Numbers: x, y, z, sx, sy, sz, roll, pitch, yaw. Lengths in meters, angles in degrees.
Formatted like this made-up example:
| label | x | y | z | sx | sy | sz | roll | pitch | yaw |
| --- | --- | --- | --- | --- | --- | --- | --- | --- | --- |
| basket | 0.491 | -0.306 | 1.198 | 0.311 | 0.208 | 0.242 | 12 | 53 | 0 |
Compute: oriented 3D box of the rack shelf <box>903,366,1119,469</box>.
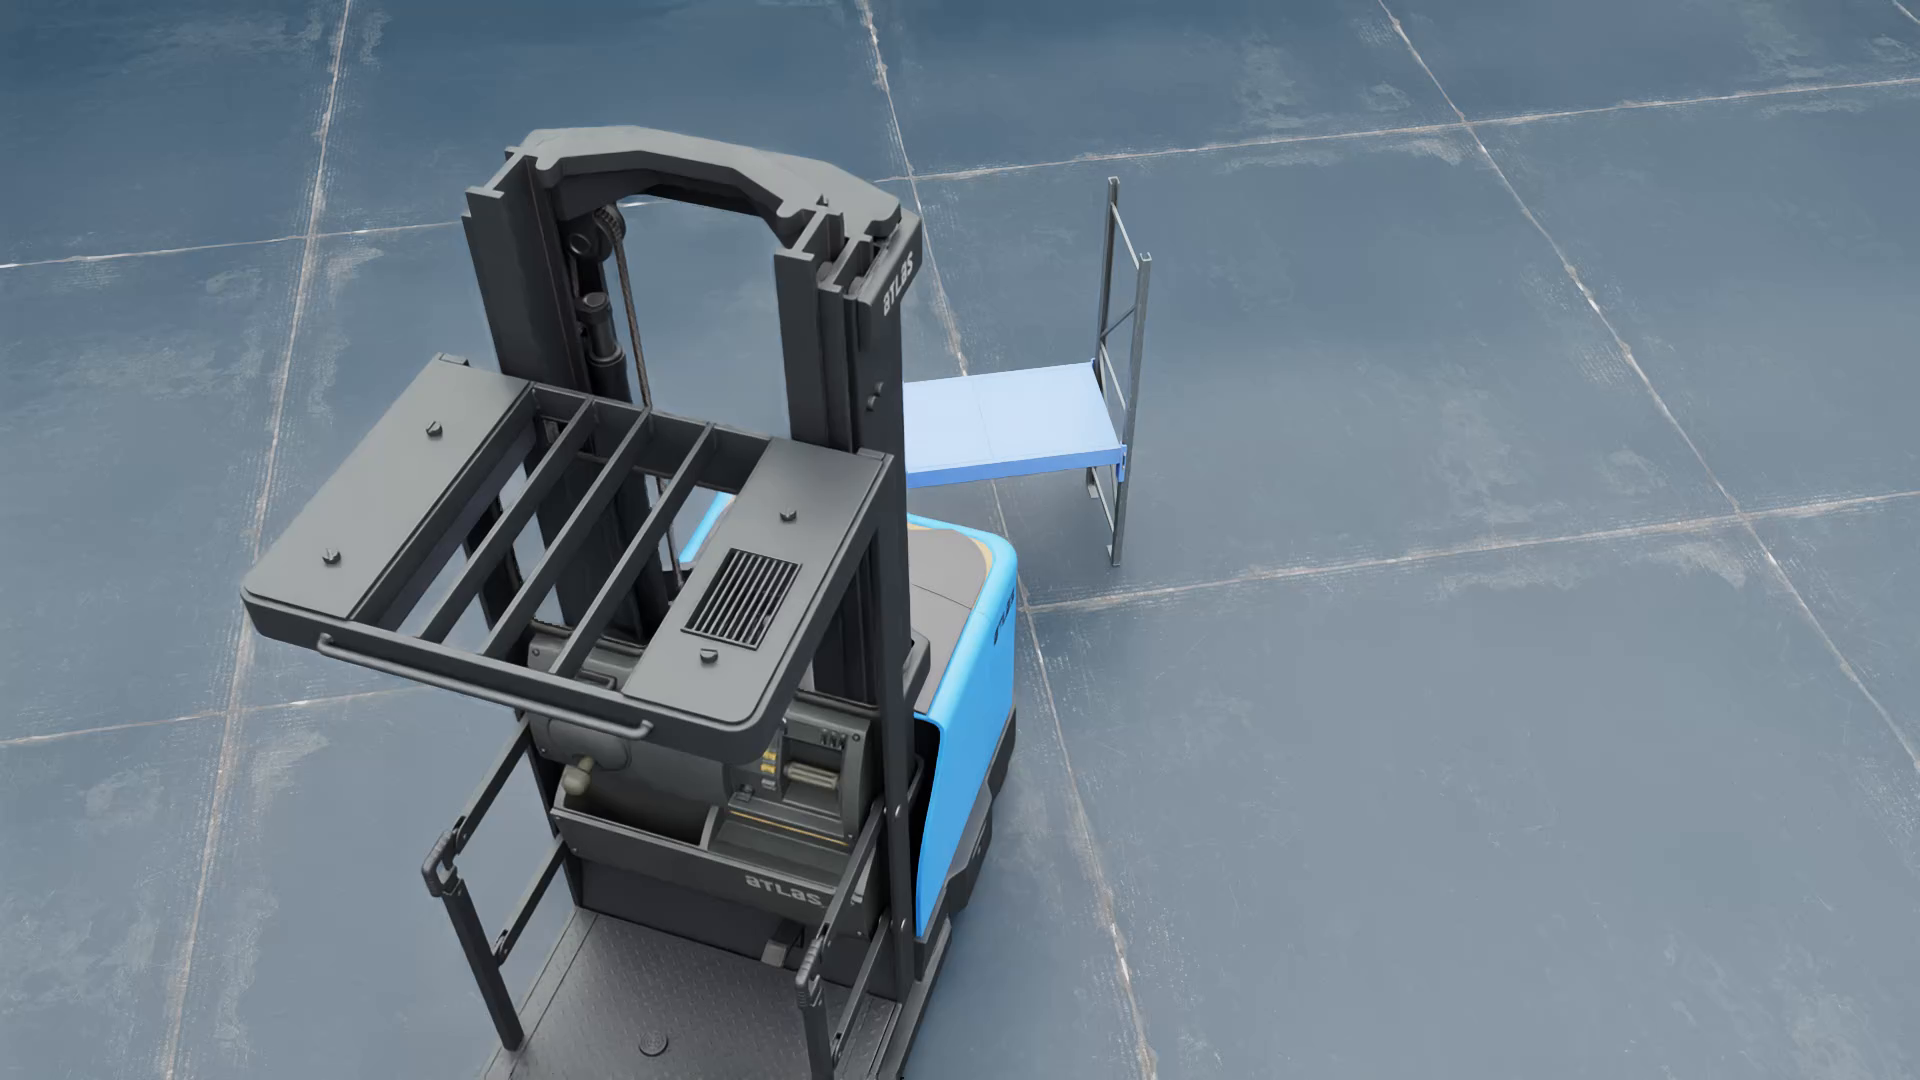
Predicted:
| label | x | y | z | sx | sy | sz | roll | pitch | yaw |
| --- | --- | --- | --- | --- | --- | --- | --- | --- | --- |
| rack shelf | 0.084 | -0.440 | 6.314 | 0.952 | 0.062 | 0.459 | -7 | 46 | -7 |

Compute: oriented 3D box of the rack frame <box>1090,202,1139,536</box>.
| label | x | y | z | sx | sy | sz | roll | pitch | yaw |
| --- | --- | --- | --- | --- | --- | --- | --- | --- | --- |
| rack frame | 0.585 | -0.594 | 6.281 | 0.013 | 1.308 | 0.475 | -7 | 46 | -7 |

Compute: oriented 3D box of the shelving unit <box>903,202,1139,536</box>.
| label | x | y | z | sx | sy | sz | roll | pitch | yaw |
| --- | --- | --- | --- | --- | --- | --- | --- | --- | --- |
| shelving unit | 0.103 | -0.534 | 6.223 | 0.991 | 1.308 | 0.475 | -7 | 46 | -7 |

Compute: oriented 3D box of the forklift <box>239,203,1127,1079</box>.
| label | x | y | z | sx | sy | sz | roll | pitch | yaw |
| --- | --- | --- | --- | --- | --- | --- | --- | --- | --- |
| forklift | -6.619 | 2.853 | 1.503 | 10.324 | 3.598 | 15.967 | 13 | 48 | 12 |
